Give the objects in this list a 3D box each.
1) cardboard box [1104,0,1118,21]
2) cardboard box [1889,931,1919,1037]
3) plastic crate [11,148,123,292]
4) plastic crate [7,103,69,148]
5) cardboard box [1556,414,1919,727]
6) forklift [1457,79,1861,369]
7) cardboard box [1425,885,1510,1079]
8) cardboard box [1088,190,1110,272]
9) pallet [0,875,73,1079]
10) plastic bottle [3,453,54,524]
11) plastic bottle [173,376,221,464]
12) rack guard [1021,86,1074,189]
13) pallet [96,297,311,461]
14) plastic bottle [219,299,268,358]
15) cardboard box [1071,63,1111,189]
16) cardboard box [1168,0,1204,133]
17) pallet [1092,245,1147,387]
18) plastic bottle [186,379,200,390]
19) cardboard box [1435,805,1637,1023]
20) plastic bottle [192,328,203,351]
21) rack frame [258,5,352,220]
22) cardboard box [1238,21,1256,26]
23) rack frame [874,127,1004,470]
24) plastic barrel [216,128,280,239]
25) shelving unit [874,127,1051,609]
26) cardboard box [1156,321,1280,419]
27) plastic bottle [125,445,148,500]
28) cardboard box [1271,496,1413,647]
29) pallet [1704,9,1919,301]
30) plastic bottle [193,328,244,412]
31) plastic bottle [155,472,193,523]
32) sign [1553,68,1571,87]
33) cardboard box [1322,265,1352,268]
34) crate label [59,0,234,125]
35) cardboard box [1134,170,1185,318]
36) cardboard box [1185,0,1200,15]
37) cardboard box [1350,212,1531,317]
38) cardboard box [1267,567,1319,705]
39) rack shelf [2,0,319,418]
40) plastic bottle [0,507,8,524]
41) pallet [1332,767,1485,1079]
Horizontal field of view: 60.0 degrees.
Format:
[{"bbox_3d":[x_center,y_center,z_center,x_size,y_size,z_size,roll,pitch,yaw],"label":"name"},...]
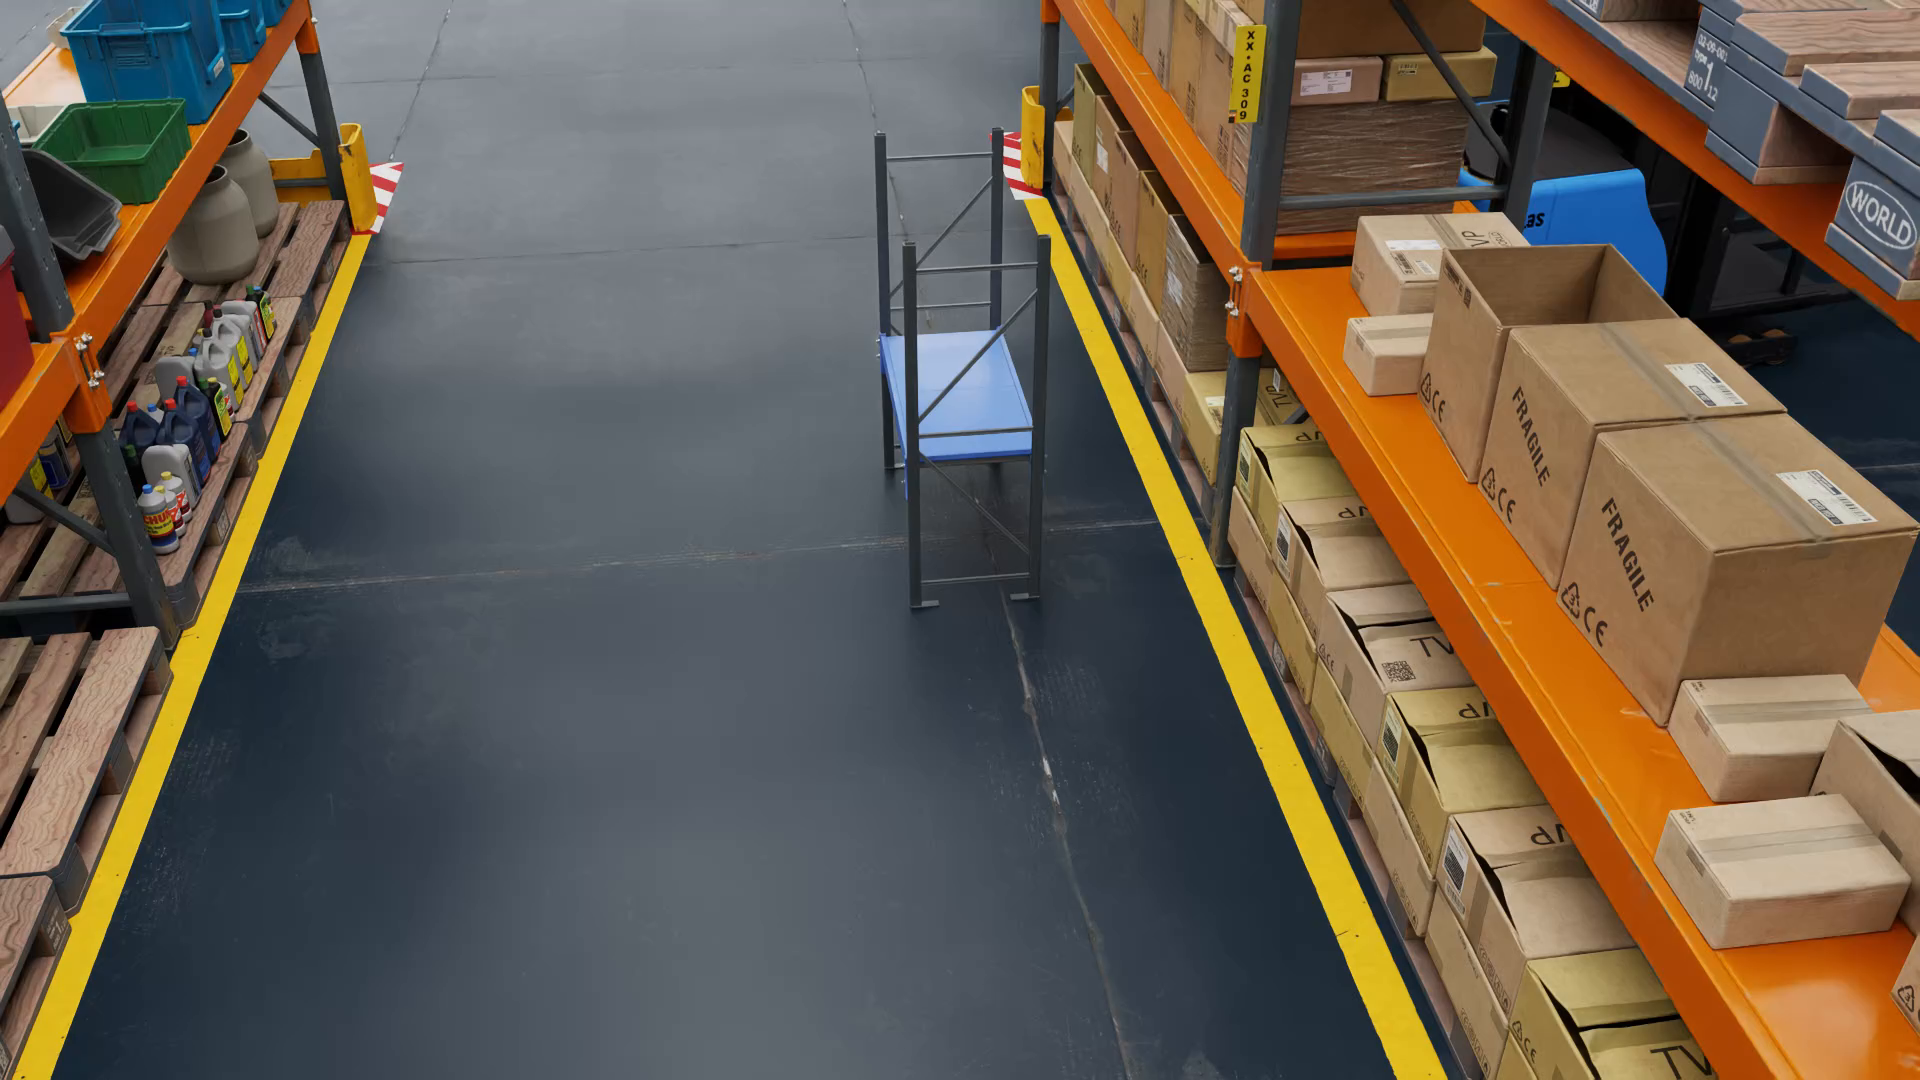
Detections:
[{"bbox_3d":[1.088,-2.913,8.272,0.700,0.500,0.500,-4,34,-5],"label":"cardboard box"},{"bbox_3d":[2.033,0.869,2.890,0.500,0.311,0.500,-2,34,-3],"label":"cardboard box"},{"bbox_3d":[-3.353,-1.096,5.750,0.767,0.338,0.504,-4,35,-6],"label":"plastic crate"},{"bbox_3d":[-3.878,-1.598,6.666,0.530,0.136,0.437,-4,35,-6],"label":"plastic crate"},{"bbox_3d":[1.796,0.062,3.906,0.500,0.500,0.500,-6,35,-9],"label":"cardboard box"},{"bbox_3d":[3.491,-2.296,7.517,3.031,2.935,1.130,-10,35,-14],"label":"forklift"},{"bbox_3d":[1.588,1.158,4.456,0.500,0.250,0.500,-4,34,-5],"label":"cardboard box"},{"bbox_3d":[0.952,-1.589,8.487,0.500,0.250,0.500,-4,35,-6],"label":"cardboard box"},{"bbox_3d":[-3.097,1.450,4.435,1.003,0.211,1.213,-4,35,-6],"label":"pallet"},{"bbox_3d":[-3.638,-0.256,6.424,0.144,0.351,0.185,-4,35,-6],"label":"plastic bottle"},{"bbox_3d":[-3.131,-0.495,6.774,0.144,0.351,0.185,-6,35,-8],"label":"plastic bottle"},{"bbox_3d":[0.959,-2.406,9.837,1.175,0.500,0.348,-4,35,-6],"label":"rack guard"},{"bbox_3d":[-3.625,-0.728,7.631,1.003,0.211,1.213,-4,35,-6],"label":"pallet"},{"bbox_3d":[-3.258,-0.974,7.544,0.152,0.276,0.135,-4,34,-6],"label":"plastic bottle"},{"bbox_3d":[0.883,-2.178,8.685,0.500,0.500,0.500,-4,35,-6],"label":"cardboard box"},{"bbox_3d":[1.293,-2.056,7.015,0.700,0.500,0.500,-4,34,-6],"label":"cardboard box"},{"bbox_3d":[1.267,-1.170,8.280,1.003,0.211,1.213,-4,35,-6],"label":"pallet"},{"bbox_3d":[-3.188,-0.541,6.913,0.097,0.271,0.097,0,34,0],"label":"plastic bottle"},{"bbox_3d":[1.582,0.925,4.300,0.500,0.311,0.500,-5,35,-7],"label":"cardboard box"},{"bbox_3d":[-3.361,-0.846,7.422,0.097,0.201,0.097,0,34,0],"label":"plastic bottle"},{"bbox_3d":[-3.947,-3.052,8.566,1.000,3.000,0.127,-4,35,-6],"label":"rack frame"},{"bbox_3d":[1.220,-1.776,6.028,0.380,0.149,0.250,-5,35,-7],"label":"cardboard box"},{"bbox_3d":[-0.080,-0.951,6.814,0.500,1.500,0.032,-4,35,-6],"label":"rack frame"},{"bbox_3d":[-3.782,-1.836,8.617,0.421,0.512,0.421,0,34,0],"label":"plastic barrel"},{"bbox_3d":[-0.011,-0.667,6.397,0.538,1.500,1.048,-4,35,-6],"label":"shelving unit"},{"bbox_3d":[1.164,-0.753,7.260,0.500,0.250,0.500,-4,35,-6],"label":"cardboard box"},{"bbox_3d":[-3.193,-0.261,6.490,0.061,0.283,0.133,-4,35,-6],"label":"plastic bottle"},{"bbox_3d":[1.371,0.067,5.559,0.500,0.311,0.500,-5,35,-7],"label":"cardboard box"},{"bbox_3d":[1.858,-0.495,2.316,1.213,0.211,1.003,-3,34,-4],"label":"pallet"},{"bbox_3d":[-3.189,-0.732,7.122,0.144,0.351,0.185,-5,35,-7],"label":"plastic bottle"},{"bbox_3d":[-3.044,-0.170,6.430,0.097,0.201,0.097,0,34,0],"label":"plastic bottle"},{"bbox_3d":[2.037,-1.686,5.602,0.100,0.325,0.005,-4,35,-6],"label":"sign"},{"bbox_3d":[1.748,-0.823,6.697,0.500,0.500,0.500,-4,35,-6],"label":"cardboard box"},{"bbox_3d":[-3.431,-2.060,7.079,0.502,0.435,0.616,-4,35,-6],"label":"crate label"},{"bbox_3d":[1.095,-1.341,7.458,0.500,0.500,0.500,-4,35,-6],"label":"cardboard box"},{"bbox_3d":[1.116,-2.206,6.659,0.380,0.149,0.250,-5,35,-7],"label":"cardboard box"},{"bbox_3d":[1.610,-0.860,5.482,0.500,0.250,0.500,-2,34,-3],"label":"cardboard box"},{"bbox_3d":[1.376,0.298,5.717,0.500,0.250,0.500,-4,34,-5],"label":"cardboard box"},{"bbox_3d":[-3.678,-1.639,7.130,1.077,0.370,4.000,-4,35,-6],"label":"rack shelf"},{"bbox_3d":[-3.781,-0.245,6.408,0.144,0.351,0.185,-5,35,-8],"label":"plastic bottle"},{"bbox_3d":[1.805,1.049,5.023,1.003,0.211,1.213,-4,35,-6],"label":"pallet"}]
